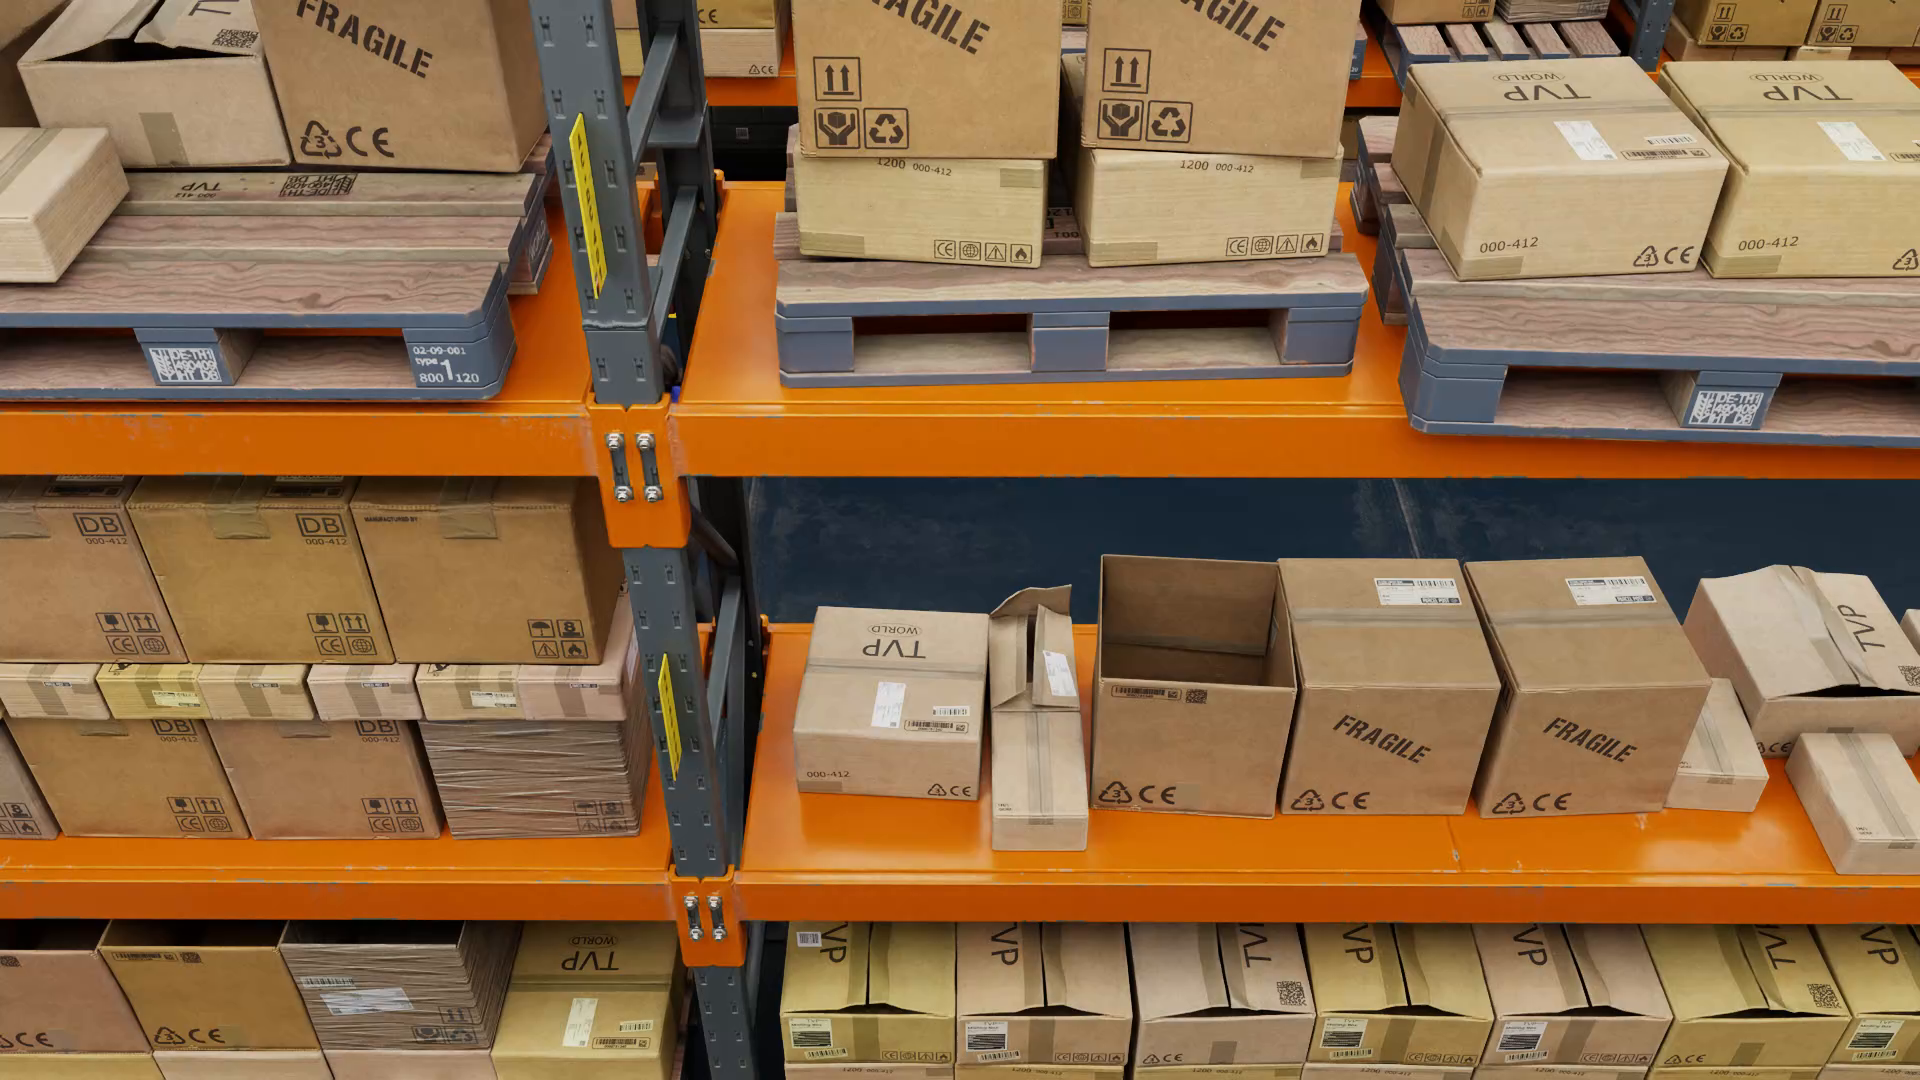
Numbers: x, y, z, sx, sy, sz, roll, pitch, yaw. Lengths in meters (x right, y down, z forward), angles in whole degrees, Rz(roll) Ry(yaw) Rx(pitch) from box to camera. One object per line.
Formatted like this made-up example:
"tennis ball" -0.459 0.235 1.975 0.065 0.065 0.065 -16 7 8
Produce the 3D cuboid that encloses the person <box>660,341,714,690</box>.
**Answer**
"person" -1.187 -0.051 6.228 0.504 1.656 0.435 0 40 0
